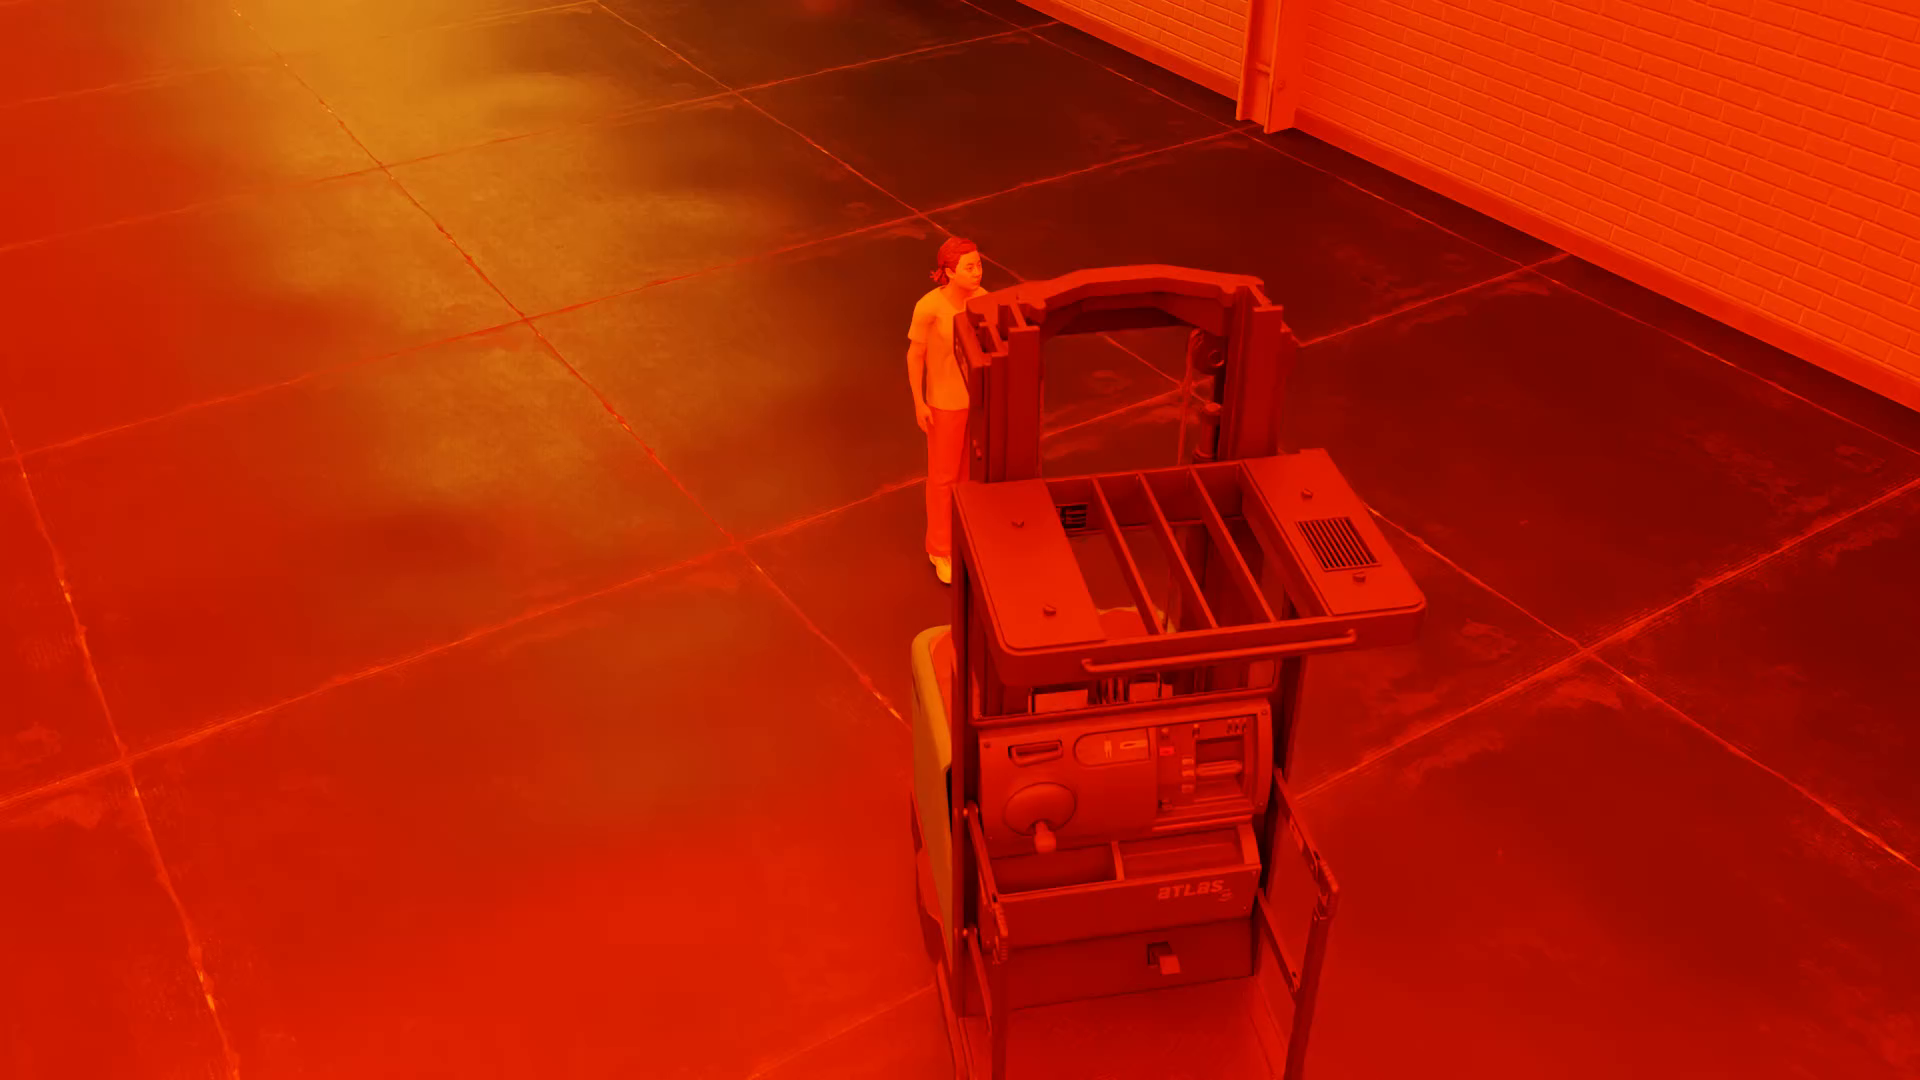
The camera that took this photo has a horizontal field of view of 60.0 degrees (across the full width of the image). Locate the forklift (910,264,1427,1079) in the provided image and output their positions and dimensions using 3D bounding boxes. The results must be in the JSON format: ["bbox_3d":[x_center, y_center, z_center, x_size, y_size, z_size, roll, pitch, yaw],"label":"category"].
[{"bbox_3d":[0.560,0.802,5.006,1.130,2.935,3.031,-6,36,-8],"label":"forklift"}]

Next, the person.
[{"bbox_3d":[0.030,-0.653,8.155,0.553,1.675,0.549,-21,40,-27],"label":"person"}]
